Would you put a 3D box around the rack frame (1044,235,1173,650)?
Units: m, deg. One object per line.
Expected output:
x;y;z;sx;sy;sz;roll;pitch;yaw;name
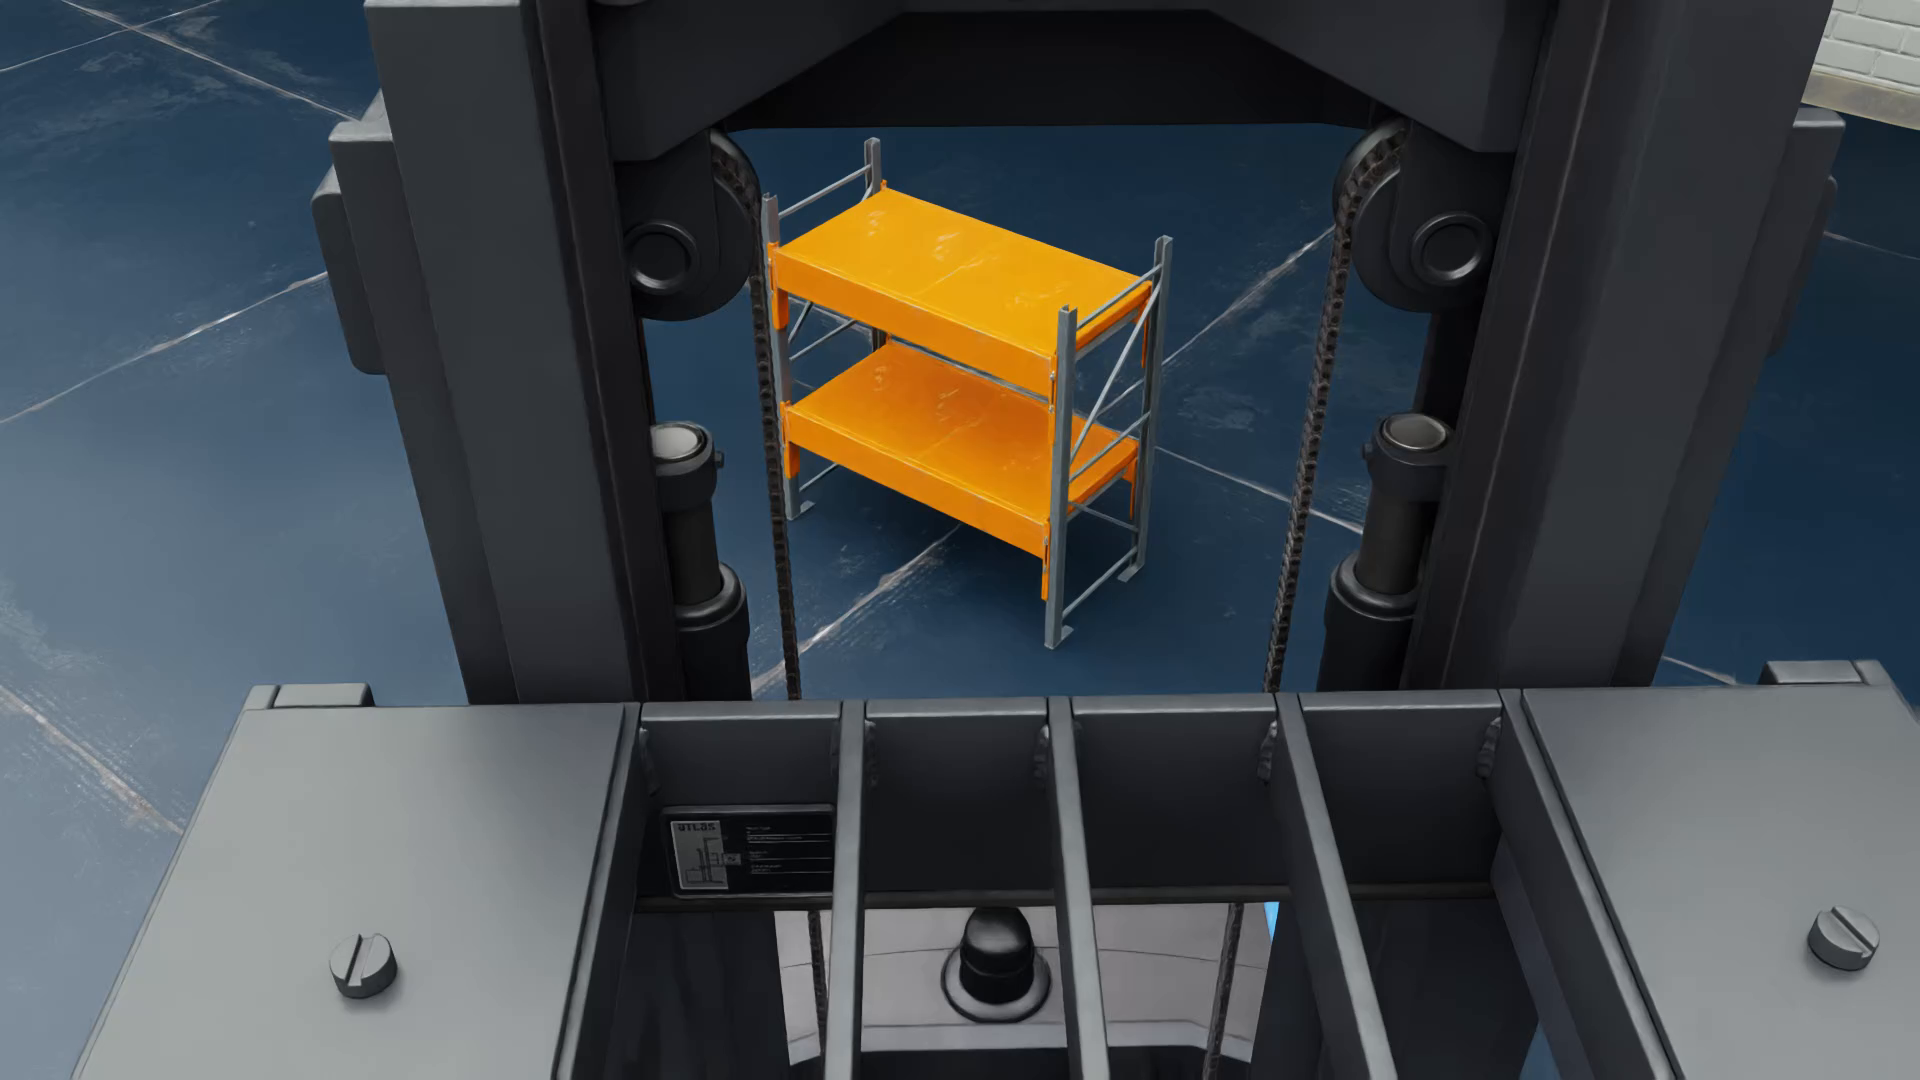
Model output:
0.409;-0.250;4.657;0.032;1.125;0.500;25;45;29;rack frame

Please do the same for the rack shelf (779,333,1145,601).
0.005;-0.248;5.051;1.000;0.278;0.538;25;45;29;rack shelf

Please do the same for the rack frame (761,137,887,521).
-0.398;-0.631;5.143;0.032;1.125;0.500;25;45;29;rack frame

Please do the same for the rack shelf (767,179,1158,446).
0.005;-0.671;4.720;1.000;0.278;0.538;25;45;29;rack shelf

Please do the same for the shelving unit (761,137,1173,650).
0.005;-0.440;4.900;1.048;1.125;0.538;25;45;29;shelving unit
